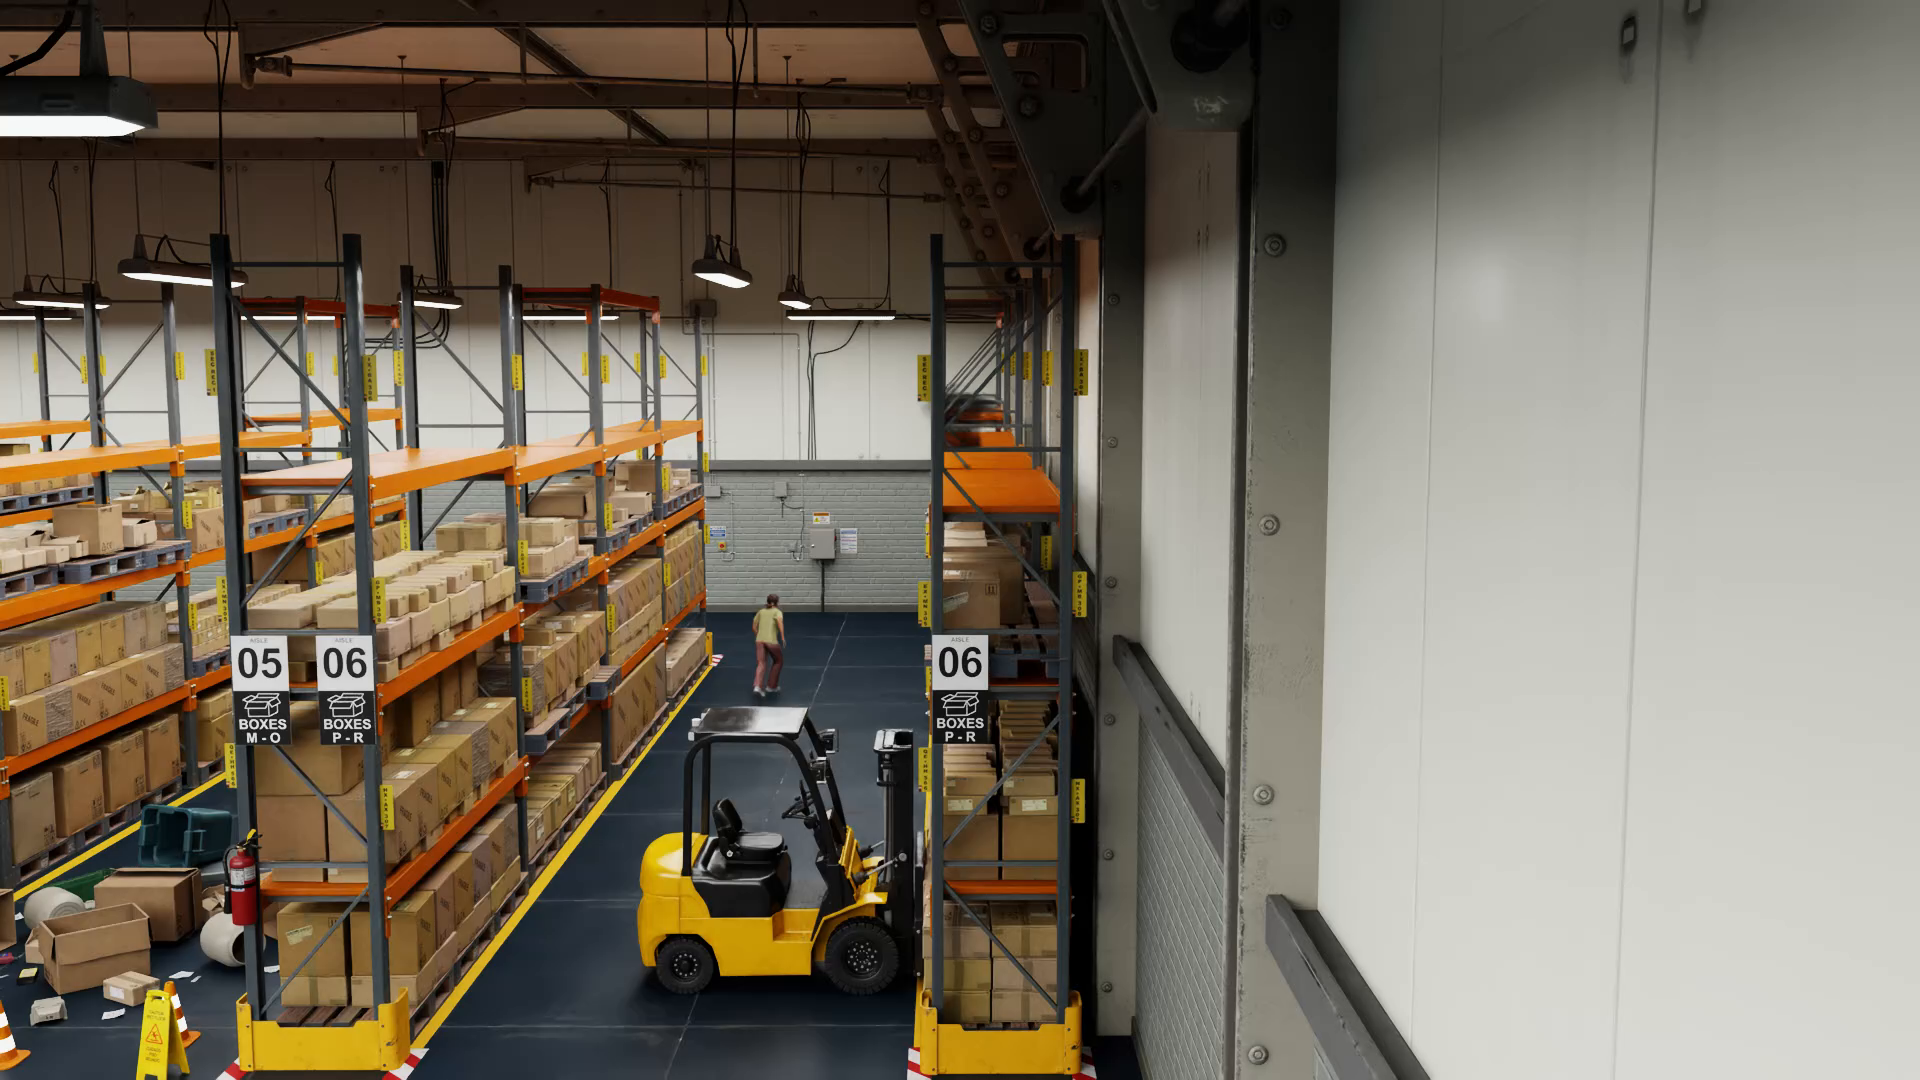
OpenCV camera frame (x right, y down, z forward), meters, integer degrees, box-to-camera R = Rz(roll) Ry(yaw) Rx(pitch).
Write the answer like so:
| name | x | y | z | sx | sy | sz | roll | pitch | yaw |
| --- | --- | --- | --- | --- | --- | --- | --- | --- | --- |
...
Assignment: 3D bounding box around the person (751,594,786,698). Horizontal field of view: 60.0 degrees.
| name | x | y | z | sx | sy | sz | roll | pitch | yaw |
| --- | --- | --- | --- | --- | --- | --- | --- | --- | --- |
| person | -2.954 | 1.624 | 25.178 | 0.592 | 1.507 | 1.058 | 2 | 7 | 17 |
